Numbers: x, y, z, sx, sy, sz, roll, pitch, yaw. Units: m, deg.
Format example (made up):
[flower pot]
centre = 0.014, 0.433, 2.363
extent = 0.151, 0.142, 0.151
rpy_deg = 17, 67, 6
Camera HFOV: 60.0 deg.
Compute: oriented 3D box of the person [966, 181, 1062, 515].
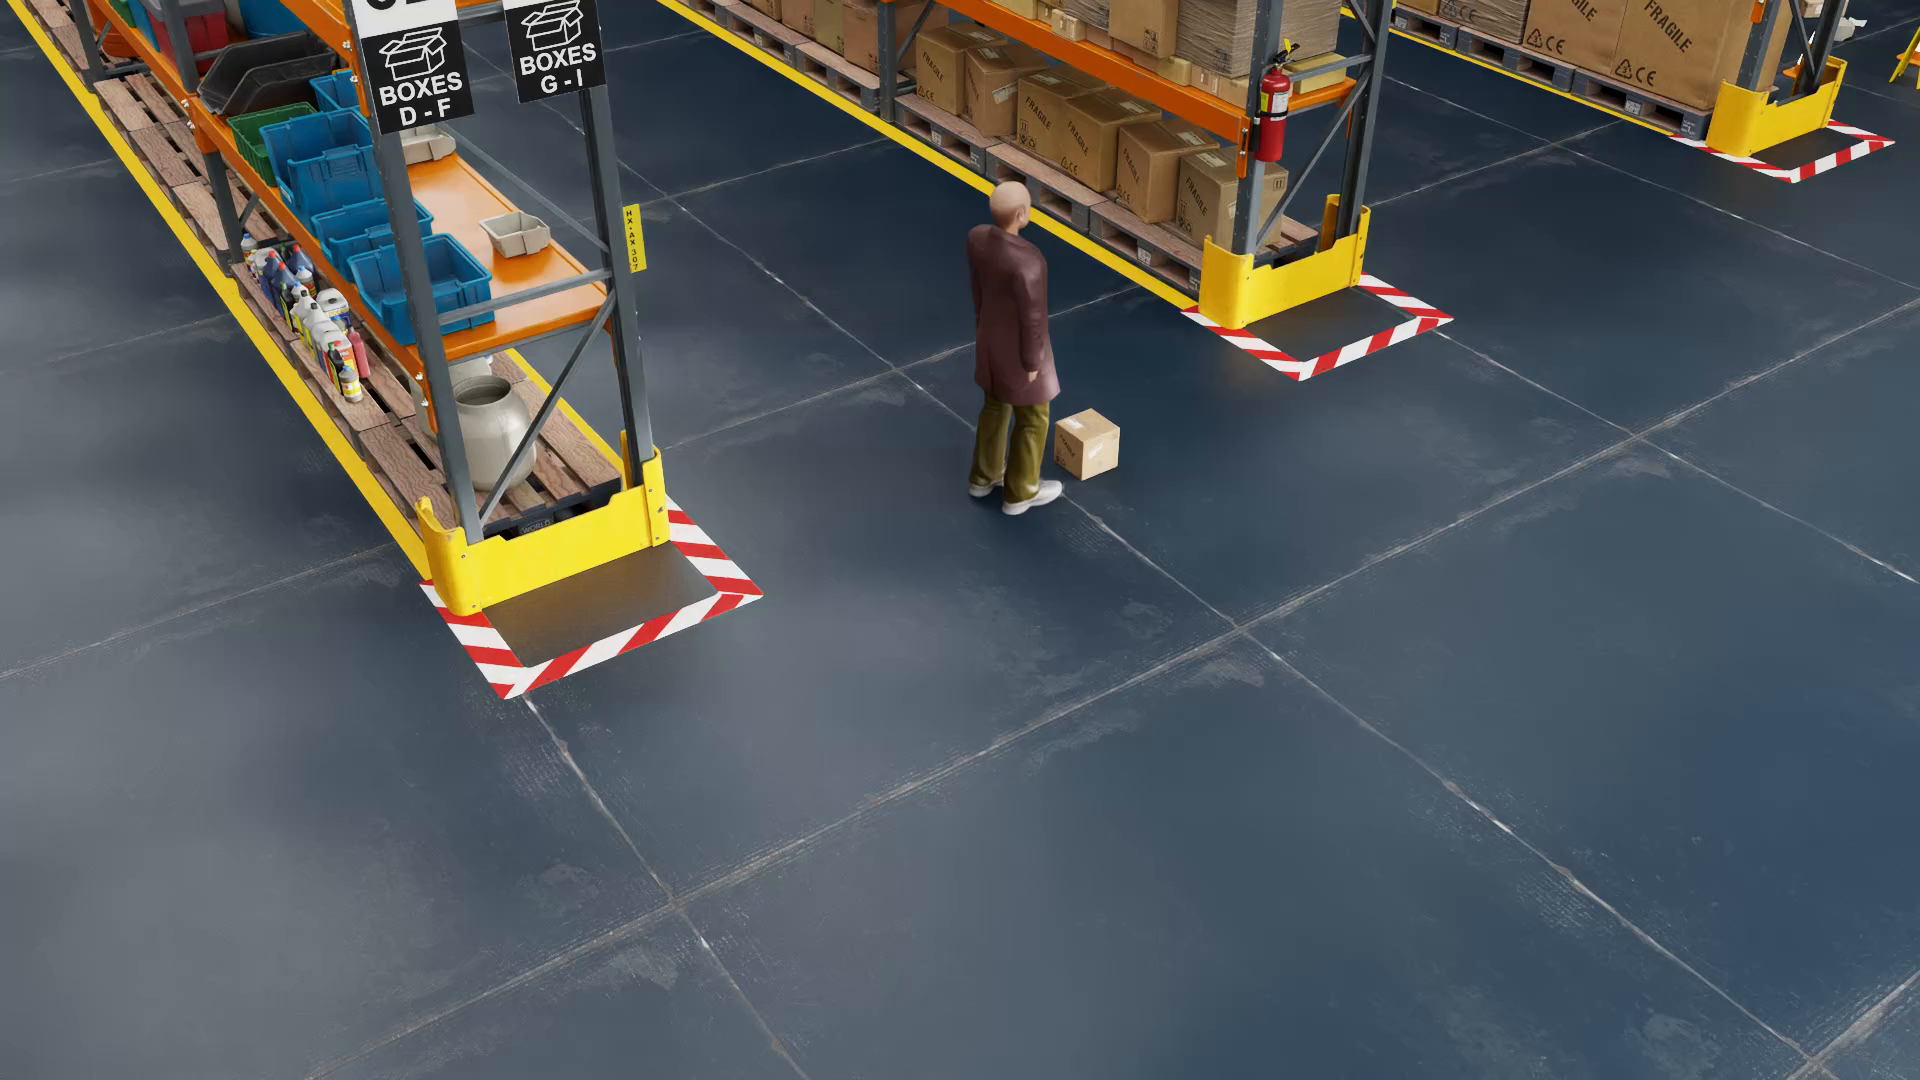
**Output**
[person]
centre = 0.276, -0.980, 8.373
extent = 0.427, 1.775, 0.564
rpy_deg = -21, 41, -27
